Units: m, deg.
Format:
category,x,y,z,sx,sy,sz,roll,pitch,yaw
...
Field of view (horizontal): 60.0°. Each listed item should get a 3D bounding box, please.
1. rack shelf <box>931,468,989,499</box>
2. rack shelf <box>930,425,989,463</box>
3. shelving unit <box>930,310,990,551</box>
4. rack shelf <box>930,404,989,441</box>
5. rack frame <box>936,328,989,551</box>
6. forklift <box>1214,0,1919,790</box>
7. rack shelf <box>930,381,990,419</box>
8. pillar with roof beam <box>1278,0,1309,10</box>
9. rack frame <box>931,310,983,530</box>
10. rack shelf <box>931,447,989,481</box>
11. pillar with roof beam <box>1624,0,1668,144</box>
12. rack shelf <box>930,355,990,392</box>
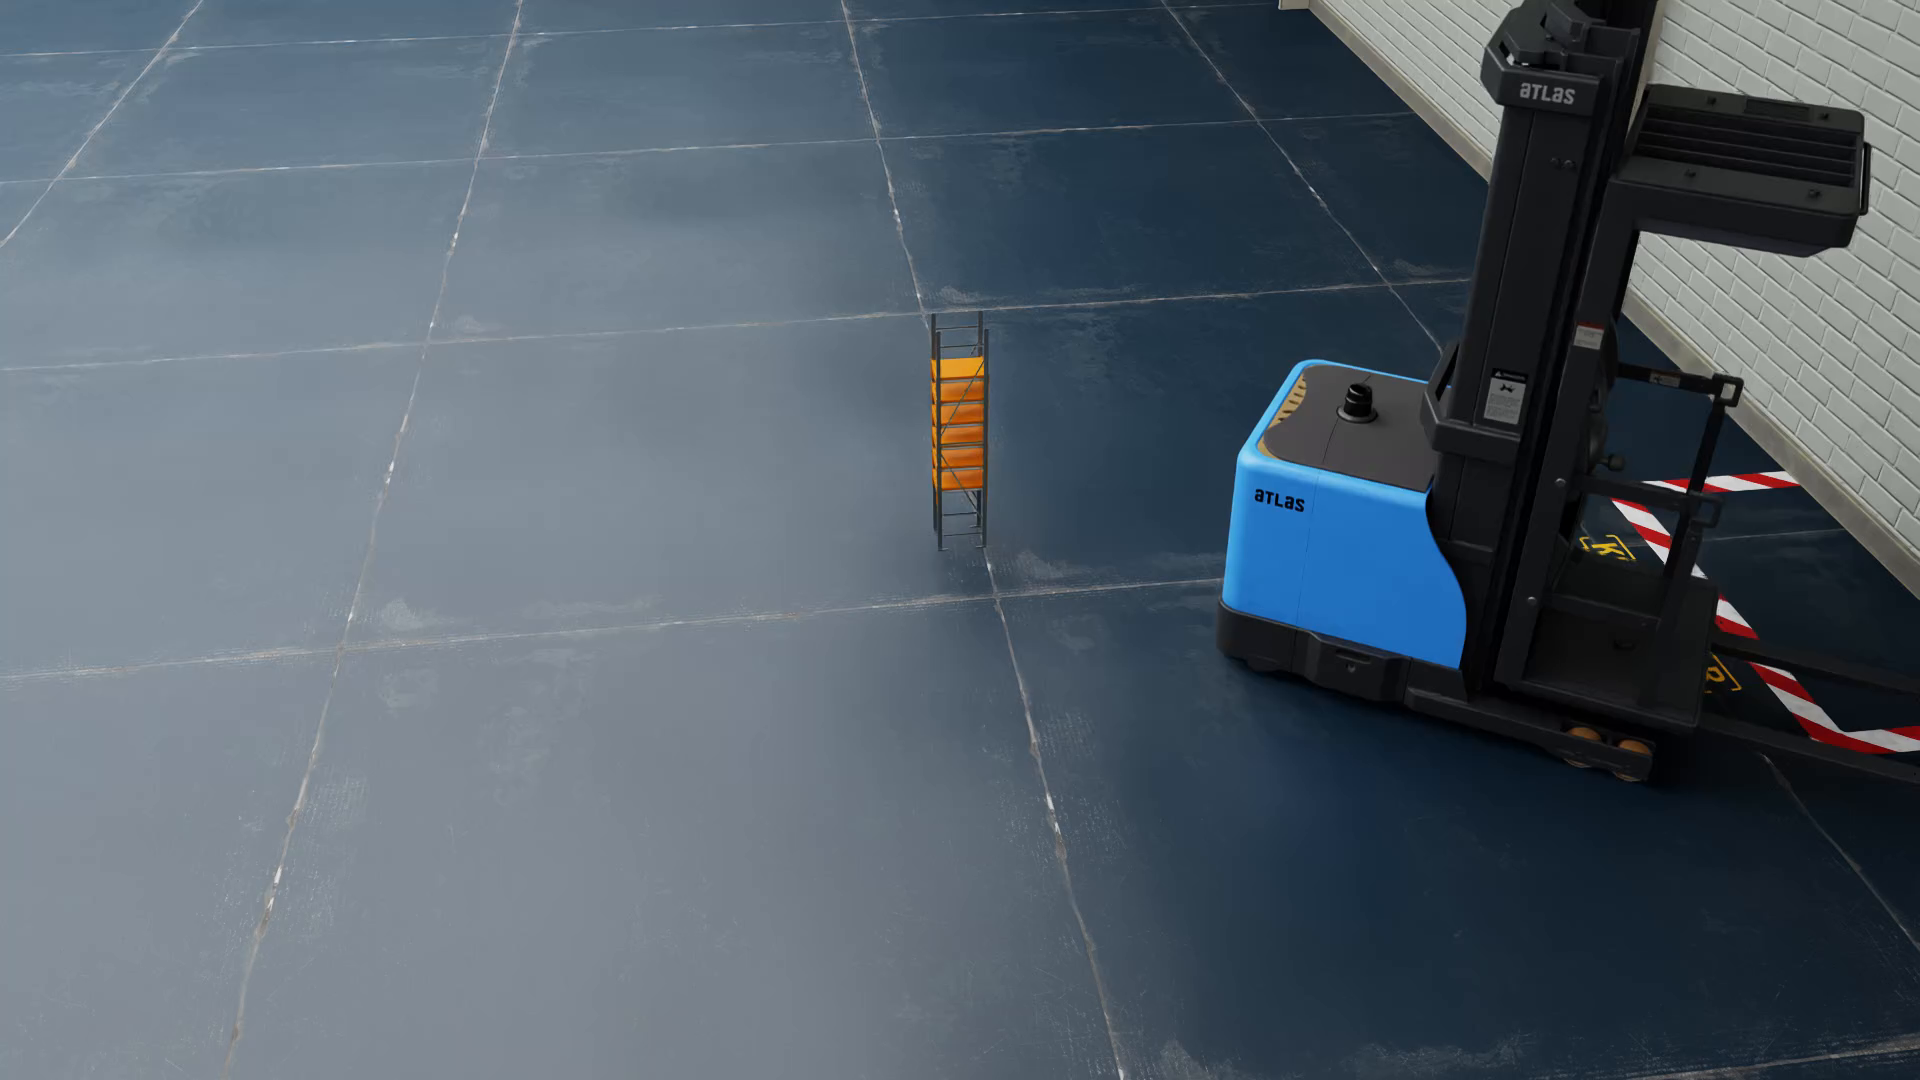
category,x,y,z,sx,sy,sz,roll,pitch,yaw
rack shelf,-0.002,-0.269,8.084,0.258,0.103,0.180,-4,35,-6
rack shelf,-0.002,-0.467,7.949,0.258,0.103,0.180,-4,35,-6
shelving unit,-0.002,-0.504,7.924,0.258,1.200,0.189,-4,35,-6
rack shelf,-0.002,-0.566,7.881,0.258,0.103,0.180,-4,35,-6
rack frame,0.010,-0.453,7.849,0.240,1.200,0.006,-4,35,-6
forklift,2.698,-0.567,6.480,3.031,2.935,1.130,15,37,21
rack shelf,-0.002,-0.665,7.814,0.258,0.103,0.180,-4,35,-6
pillar with roof beam,-1.155,-8.462,12.676,9.100,9.000,0.400,-4,35,-6
rack frame,-0.014,-0.555,7.999,0.240,1.200,0.006,-4,35,-6
rack shelf,-0.002,-0.368,8.017,0.258,0.103,0.180,-4,35,-6
pillar with roof beam,-0.348,-5.114,7.763,9.100,9.000,0.400,-4,35,-6
rack shelf,-0.002,-0.765,7.746,0.258,0.103,0.180,-4,35,-6
